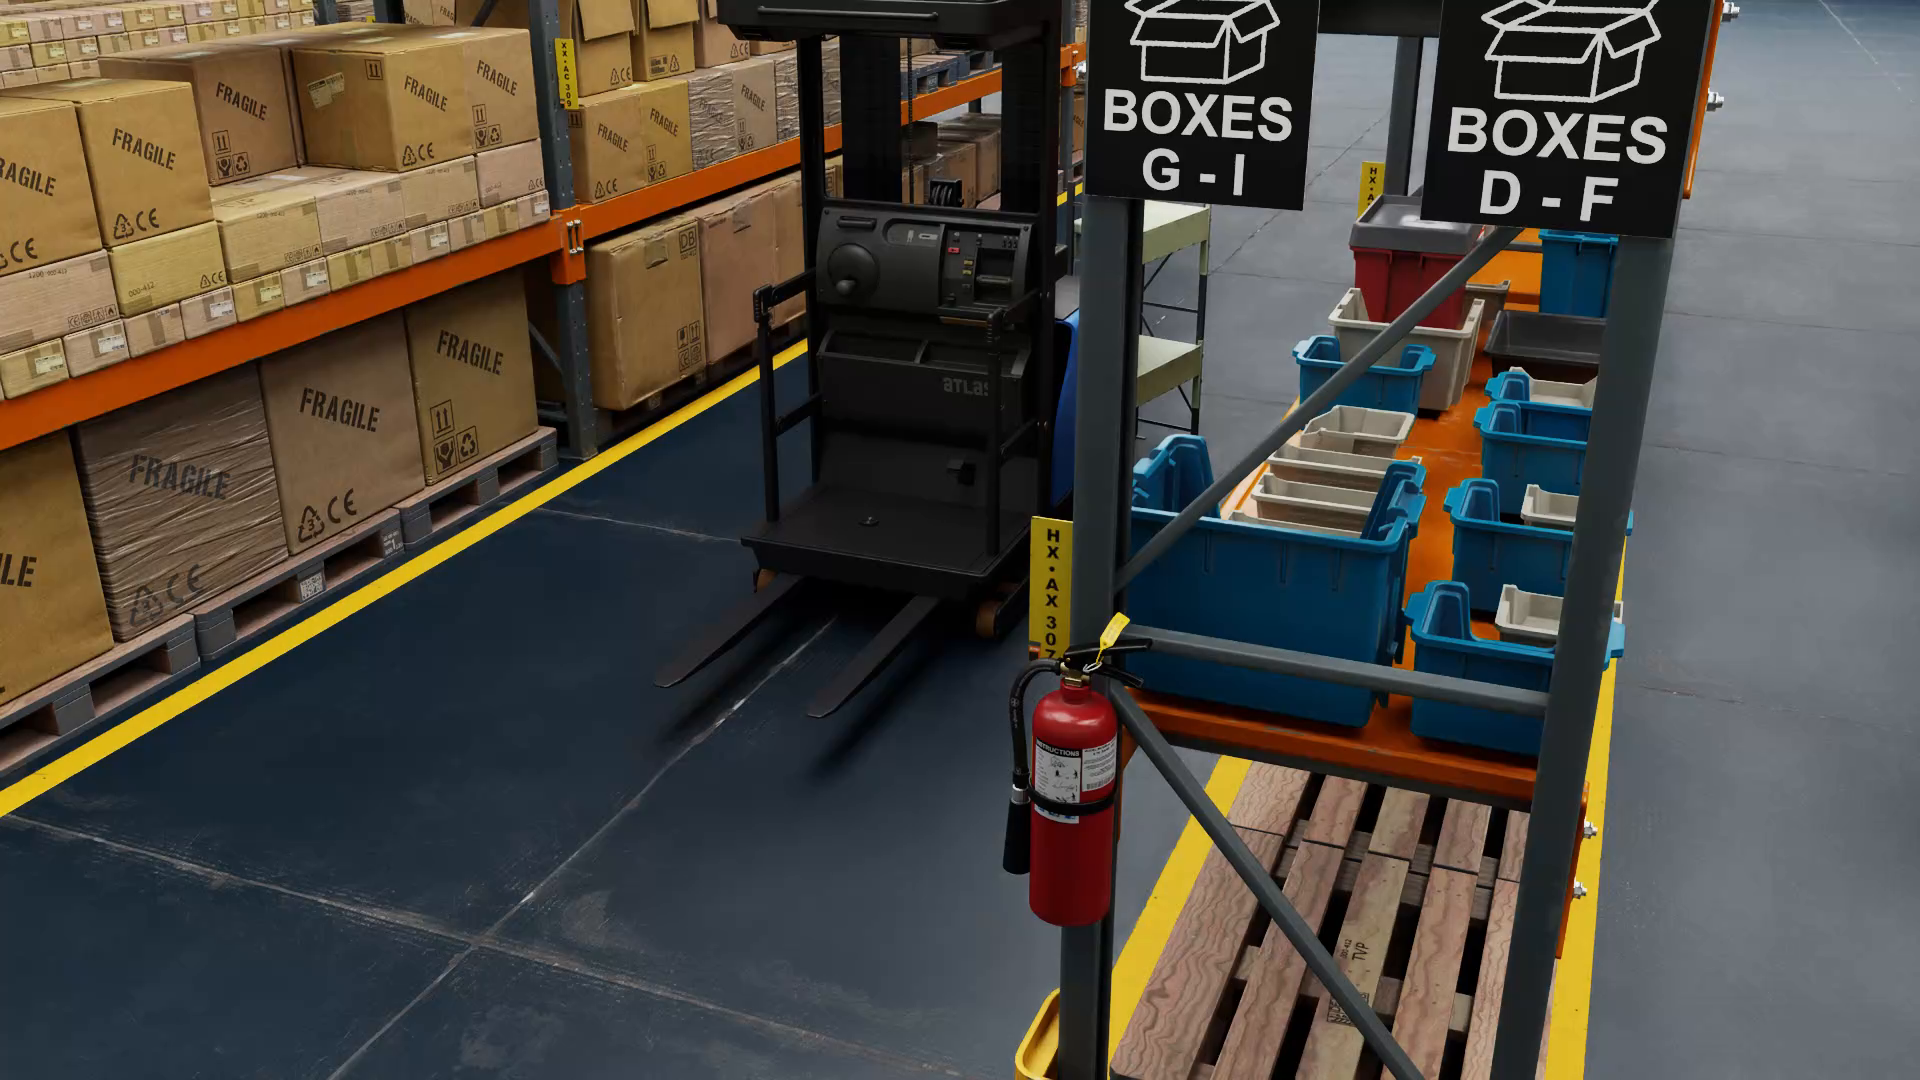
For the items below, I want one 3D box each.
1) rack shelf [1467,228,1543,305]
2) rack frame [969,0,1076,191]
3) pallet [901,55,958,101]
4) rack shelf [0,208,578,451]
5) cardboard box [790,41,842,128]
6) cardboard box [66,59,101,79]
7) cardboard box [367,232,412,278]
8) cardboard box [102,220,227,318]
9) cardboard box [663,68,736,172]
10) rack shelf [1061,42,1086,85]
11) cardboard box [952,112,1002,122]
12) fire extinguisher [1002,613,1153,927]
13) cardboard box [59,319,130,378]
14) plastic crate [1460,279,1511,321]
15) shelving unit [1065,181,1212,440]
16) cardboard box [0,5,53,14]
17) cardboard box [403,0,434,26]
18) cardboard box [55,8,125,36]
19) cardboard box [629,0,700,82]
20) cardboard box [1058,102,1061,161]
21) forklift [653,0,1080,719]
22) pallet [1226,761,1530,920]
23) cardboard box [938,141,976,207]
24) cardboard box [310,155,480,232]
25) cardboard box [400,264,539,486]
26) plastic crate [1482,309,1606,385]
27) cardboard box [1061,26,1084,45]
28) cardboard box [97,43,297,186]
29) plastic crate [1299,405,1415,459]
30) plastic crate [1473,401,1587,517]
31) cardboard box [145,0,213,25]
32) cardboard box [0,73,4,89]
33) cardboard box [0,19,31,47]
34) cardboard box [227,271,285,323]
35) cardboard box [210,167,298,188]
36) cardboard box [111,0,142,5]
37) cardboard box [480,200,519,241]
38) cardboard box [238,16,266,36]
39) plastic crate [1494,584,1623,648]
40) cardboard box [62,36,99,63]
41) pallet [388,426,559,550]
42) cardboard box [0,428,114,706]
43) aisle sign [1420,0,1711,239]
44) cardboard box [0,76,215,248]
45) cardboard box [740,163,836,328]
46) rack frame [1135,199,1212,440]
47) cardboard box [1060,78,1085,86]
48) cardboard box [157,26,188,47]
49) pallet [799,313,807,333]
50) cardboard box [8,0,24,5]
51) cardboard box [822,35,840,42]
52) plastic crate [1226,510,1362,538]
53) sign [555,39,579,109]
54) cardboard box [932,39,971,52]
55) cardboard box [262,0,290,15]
[{"bbox_3d":[2.935,-1.557,8.520,1.077,0.370,4.000,9,24,20],"label":"rack shelf"},{"bbox_3d":[0.565,-4.746,15.219,1.000,3.000,0.127,9,24,20],"label":"rack frame"},{"bbox_3d":[-0.755,-3.496,12.476,1.213,0.211,1.003,9,24,20],"label":"pallet"},{"bbox_3d":[-3.149,-0.835,6.791,1.077,0.370,4.000,9,24,20],"label":"rack shelf"},{"bbox_3d":[-1.064,-2.971,10.840,0.500,0.500,0.500,9,24,20],"label":"cardboard box"},{"bbox_3d":[-6.018,-3.152,11.185,0.380,0.149,0.250,8,24,18],"label":"cardboard box"},{"bbox_3d":[-2.597,-1.242,7.159,0.380,0.149,0.250,9,24,21],"label":"cardboard box"},{"bbox_3d":[-3.086,-1.019,6.106,0.500,0.250,0.500,8,24,18],"label":"cardboard box"},{"bbox_3d":[-1.631,-2.417,9.514,0.500,0.500,0.500,8,24,19],"label":"cardboard box"},{"bbox_3d":[1.308,-5.129,17.071,1.077,0.370,4.000,9,24,20],"label":"rack shelf"},{"bbox_3d":[0.317,-3.578,15.098,0.700,0.500,0.500,7,24,16],"label":"cardboard box"},{"bbox_3d":[0.229,0.454,3.354,0.296,0.674,0.183,9,24,20],"label":"fire extinguisher"},{"bbox_3d":[-3.169,-0.692,5.842,0.380,0.149,0.250,8,24,19],"label":"cardboard box"},{"bbox_3d":[1.887,-0.934,6.357,0.396,0.136,0.243,9,24,20],"label":"plastic crate"},{"bbox_3d":[0.892,-1.100,8.439,0.431,1.500,0.755,15,27,32],"label":"shelving unit"},{"bbox_3d":[-6.521,-3.619,11.532,0.380,0.149,0.250,8,24,18],"label":"cardboard box"},{"bbox_3d":[-4.884,-4.411,14.288,0.500,0.500,0.500,9,24,20],"label":"cardboard box"},{"bbox_3d":[-5.921,-3.519,11.293,0.380,0.149,0.250,10,25,22],"label":"cardboard box"},{"bbox_3d":[-1.911,-2.865,9.287,0.797,0.503,0.637,9,24,21],"label":"cardboard box"},{"bbox_3d":[0.751,-3.923,15.949,0.500,0.500,0.500,8,24,18],"label":"cardboard box"},{"bbox_3d":[-0.231,-1.127,6.644,1.130,2.935,3.031,9,24,20],"label":"forklift"},{"bbox_3d":[1.504,0.820,5.513,1.003,0.211,1.213,9,24,20],"label":"pallet"},{"bbox_3d":[-0.292,-3.011,13.738,0.700,0.500,0.500,11,25,24],"label":"cardboard box"},{"bbox_3d":[-2.516,-1.570,7.425,0.500,0.250,0.500,10,24,22],"label":"cardboard box"},{"bbox_3d":[-2.726,-0.871,8.156,0.875,0.875,0.875,9,24,20],"label":"cardboard box"},{"bbox_3d":[2.026,-0.635,5.658,0.437,0.125,0.590,9,24,20],"label":"plastic crate"},{"bbox_3d":[0.925,-4.663,15.349,0.380,0.149,0.250,9,24,20],"label":"cardboard box"},{"bbox_3d":[-3.200,-1.800,7.003,0.500,0.500,0.500,8,24,18],"label":"cardboard box"},{"bbox_3d":[1.136,-0.279,4.791,0.298,0.136,0.250,9,24,20],"label":"plastic crate"},{"bbox_3d":[1.593,-0.205,4.488,0.416,0.233,0.300,9,24,20],"label":"plastic crate"},{"bbox_3d":[-5.628,-3.807,11.981,0.380,0.149,0.250,9,24,20],"label":"cardboard box"},{"bbox_3d":[-6.303,-2.882,10.539,0.380,0.149,0.250,9,24,21],"label":"cardboard box"},{"bbox_3d":[-6.205,-3.248,10.644,0.380,0.149,0.250,9,24,21],"label":"cardboard box"},{"bbox_3d":[-2.884,-0.966,6.496,0.380,0.149,0.250,8,24,19],"label":"cardboard box"},{"bbox_3d":[-3.200,-1.457,7.154,0.500,0.250,0.500,9,24,21],"label":"cardboard box"},{"bbox_3d":[-6.230,-3.900,12.203,0.380,0.149,0.250,10,25,23],"label":"cardboard box"},{"bbox_3d":[-2.311,-1.518,7.819,0.380,0.149,0.250,9,24,21],"label":"cardboard box"},{"bbox_3d":[-5.442,-3.843,12.454,0.380,0.149,0.250,9,24,21],"label":"cardboard box"},{"bbox_3d":[1.300,0.208,3.625,0.250,0.136,0.298,9,24,20],"label":"plastic crate"},{"bbox_3d":[-6.016,-3.295,11.141,0.380,0.149,0.250,10,25,22],"label":"cardboard box"},{"bbox_3d":[-2.761,-0.335,8.278,1.003,0.211,1.213,9,24,20],"label":"pallet"},{"bbox_3d":[-3.728,0.095,5.843,0.875,0.875,0.875,9,24,20],"label":"cardboard box"},{"bbox_3d":[0.956,-0.873,2.576,0.394,0.787,0.004,9,24,20],"label":"aisle sign"},{"bbox_3d":[-3.090,-1.364,5.959,0.500,0.500,0.500,8,24,19],"label":"cardboard box"},{"bbox_3d":[-1.534,-1.966,10.776,1.225,0.875,0.875,9,24,20],"label":"cardboard box"},{"bbox_3d":[1.101,-1.216,8.716,0.400,1.500,0.023,15,27,32],"label":"rack frame"},{"bbox_3d":[1.363,-4.556,17.464,0.500,0.500,0.500,11,25,25],"label":"cardboard box"},{"bbox_3d":[-5.726,-3.572,11.804,0.380,0.149,0.250,9,24,21],"label":"cardboard box"},{"bbox_3d":[-1.283,-1.756,11.680,1.003,0.211,1.213,9,24,20],"label":"pallet"},{"bbox_3d":[-9.409,-5.281,16.282,0.380,0.149,0.250,10,25,23],"label":"cardboard box"},{"bbox_3d":[-1.207,-3.564,10.959,0.797,0.503,0.637,10,25,22],"label":"cardboard box"},{"bbox_3d":[0.841,0.034,4.041,0.396,0.136,0.243,9,24,20],"label":"plastic crate"},{"bbox_3d":[-1.890,-2.240,7.994,0.100,0.325,0.005,9,24,20],"label":"sign"},{"bbox_3d":[-0.084,-4.006,13.097,0.500,0.250,0.500,8,24,19],"label":"cardboard box"},{"bbox_3d":[-5.340,-4.082,12.640,0.380,0.149,0.250,8,24,19],"label":"cardboard box"}]
